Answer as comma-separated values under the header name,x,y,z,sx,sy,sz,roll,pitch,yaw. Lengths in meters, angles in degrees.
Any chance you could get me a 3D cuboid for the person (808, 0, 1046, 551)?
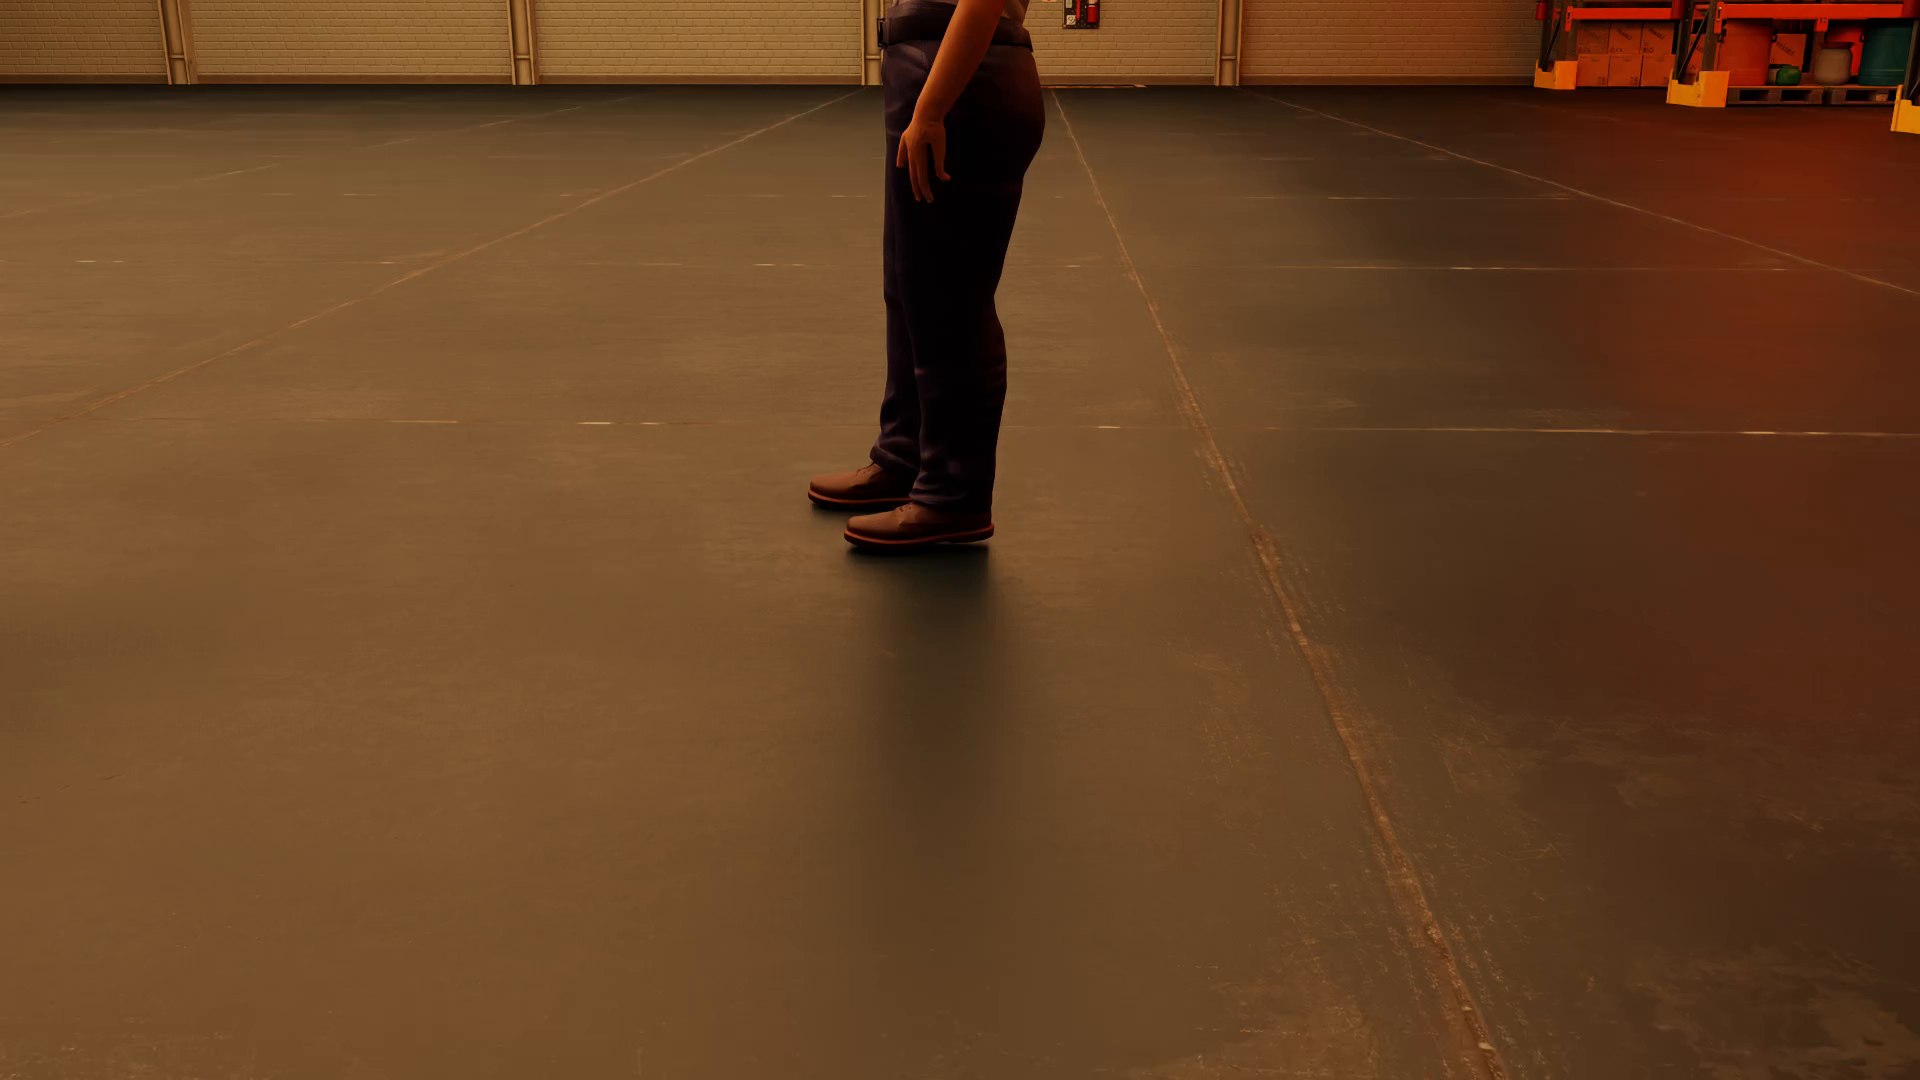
name,x,y,z,sx,sy,sz,roll,pitch,yaw
person,-0.089,-0.801,3.150,0.502,1.651,0.598,1,17,2
